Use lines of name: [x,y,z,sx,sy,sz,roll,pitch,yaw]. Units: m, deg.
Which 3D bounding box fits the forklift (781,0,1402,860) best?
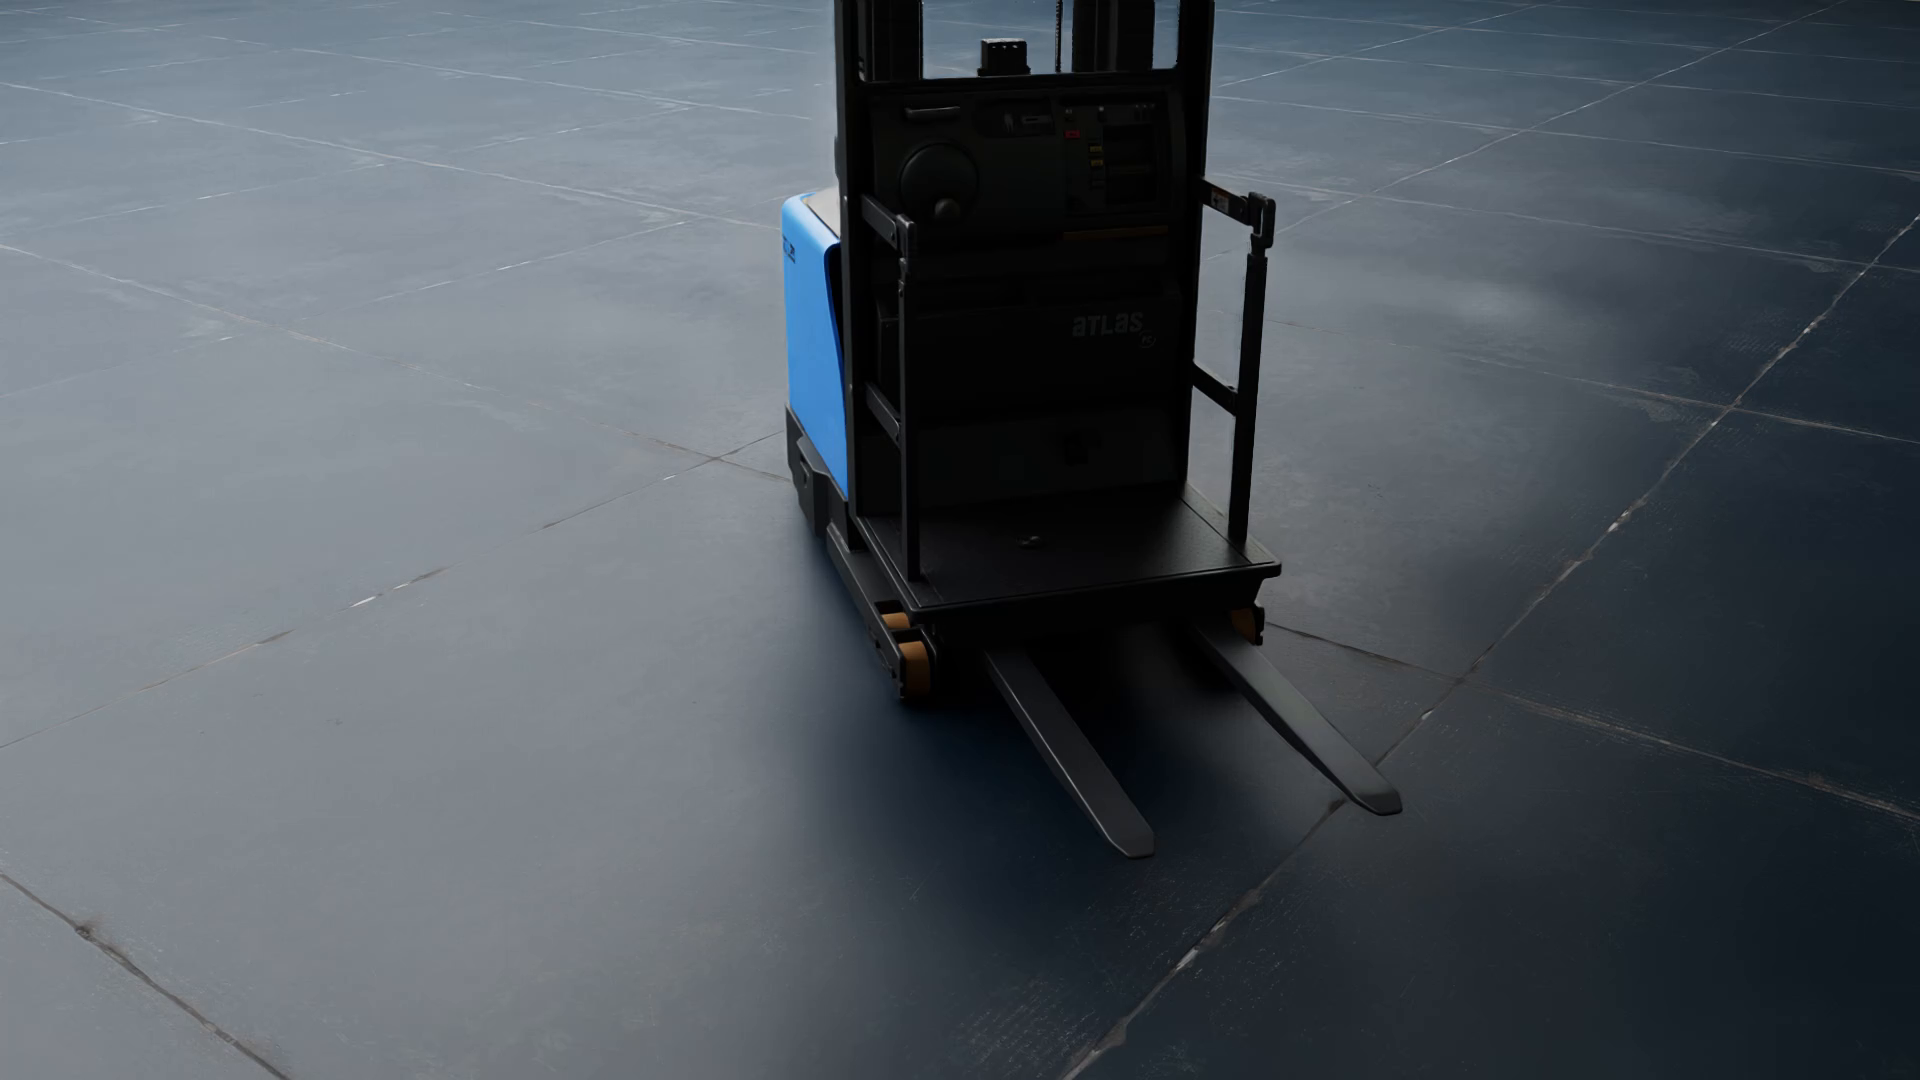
forklift: [0.263,-1.067,4.536,1.130,2.935,3.031,-7,25,-15]
